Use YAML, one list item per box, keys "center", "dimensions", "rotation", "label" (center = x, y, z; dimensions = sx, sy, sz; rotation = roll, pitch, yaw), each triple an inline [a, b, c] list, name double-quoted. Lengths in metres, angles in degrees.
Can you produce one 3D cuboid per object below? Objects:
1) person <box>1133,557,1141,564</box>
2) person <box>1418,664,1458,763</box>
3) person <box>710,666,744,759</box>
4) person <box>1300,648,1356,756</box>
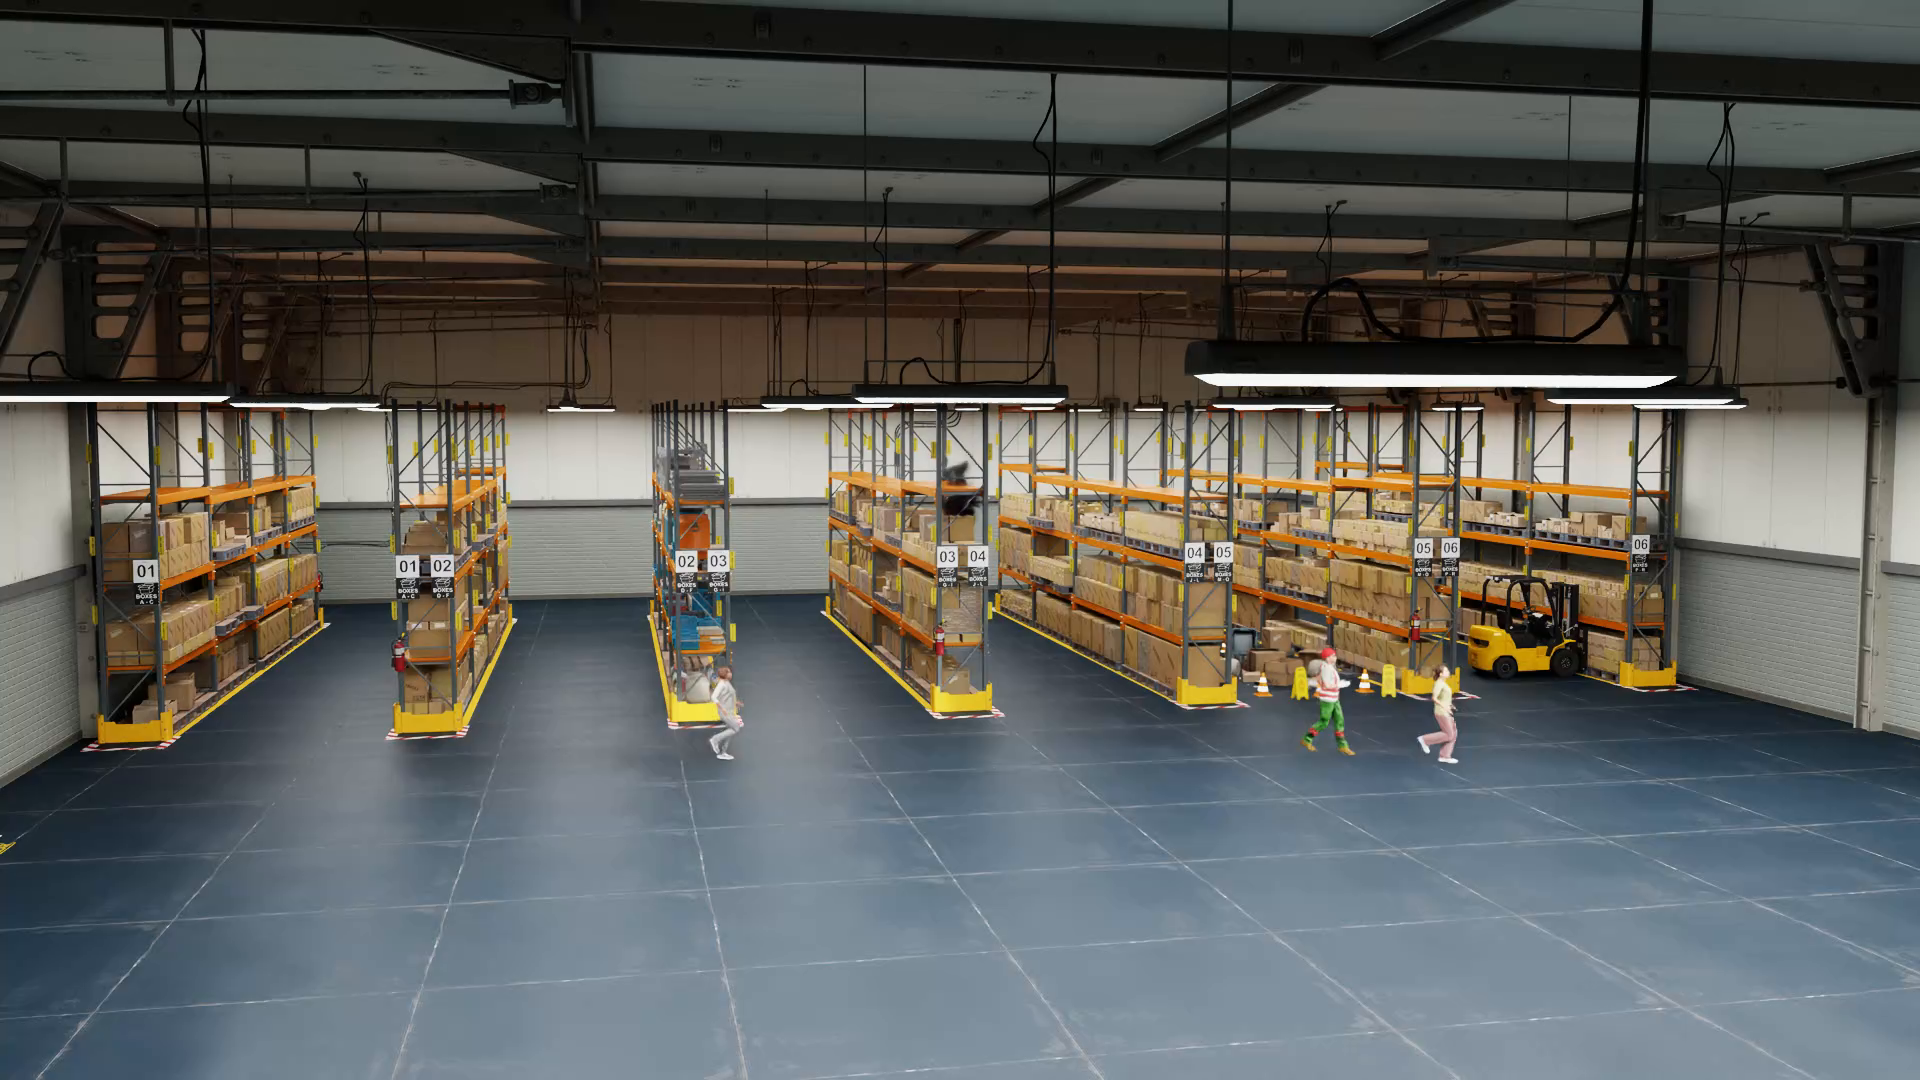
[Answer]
- center: [5.439, 1.119, 50.929]
  dimensions: [0.499, 1.555, 0.566]
  rotation: [0, 4, -1]
  label: "person"
- center: [7.891, 2.852, 27.386]
  dimensions: [0.633, 1.629, 0.581]
  rotation: [2, 5, 19]
  label: "person"
- center: [-3.865, 2.872, 27.593]
  dimensions: [0.541, 1.553, 0.533]
  rotation: [0, 4, 6]
  label: "person"
- center: [6.176, 2.703, 27.863]
  dimensions: [0.920, 1.809, 0.648]
  rotation: [2, 5, 22]
  label: "person"
